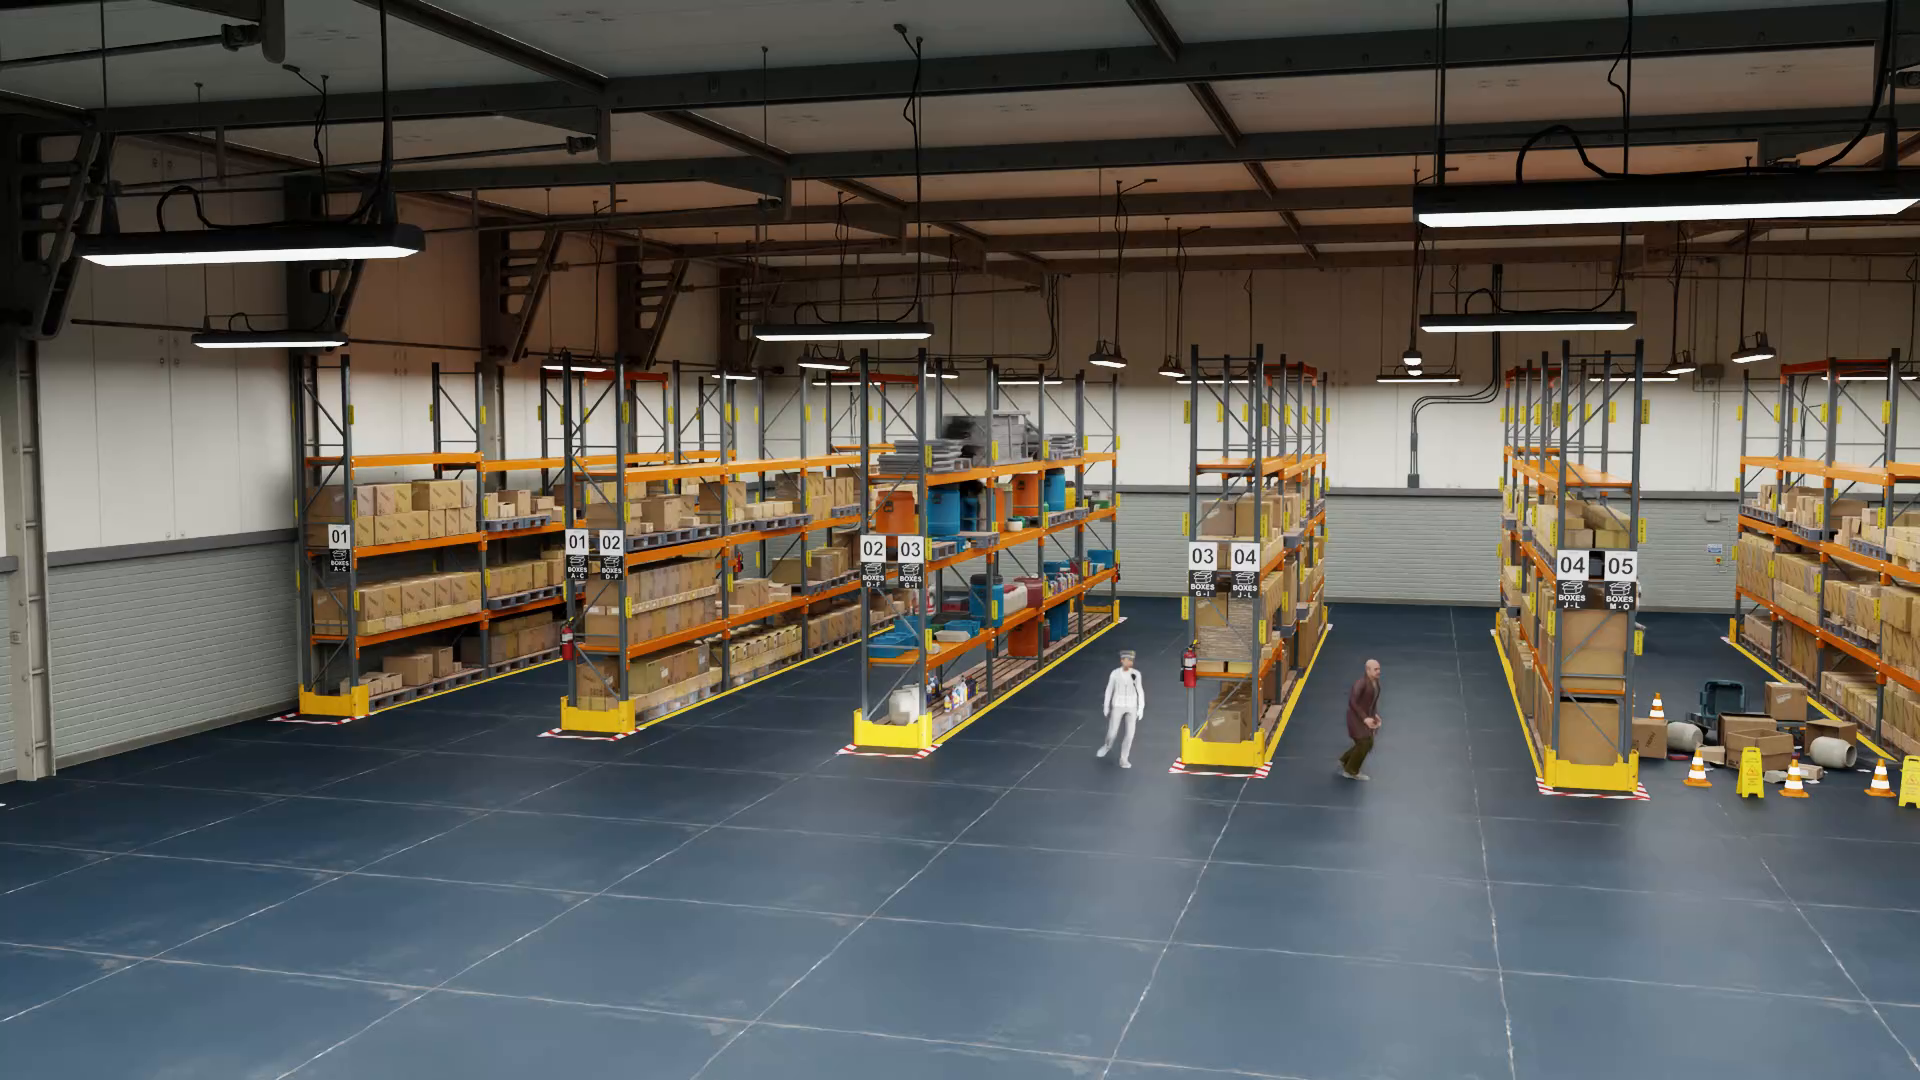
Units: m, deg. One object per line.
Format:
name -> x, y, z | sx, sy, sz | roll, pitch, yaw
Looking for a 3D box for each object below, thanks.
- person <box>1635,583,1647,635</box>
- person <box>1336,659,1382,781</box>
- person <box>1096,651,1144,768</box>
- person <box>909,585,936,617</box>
person -> 14.706, 1.468, 36.454 | 0.607, 1.621, 0.720 | -3, 5, -34
person -> 5.410, 2.450, 22.726 | 0.762, 1.705, 0.680 | 4, 6, 45
person -> 2.287, 2.388, 23.744 | 0.643, 1.664, 0.564 | 0, 4, -2
person -> -0.760, 1.552, 34.452 | 0.679, 1.735, 0.659 | 2, 5, 23
